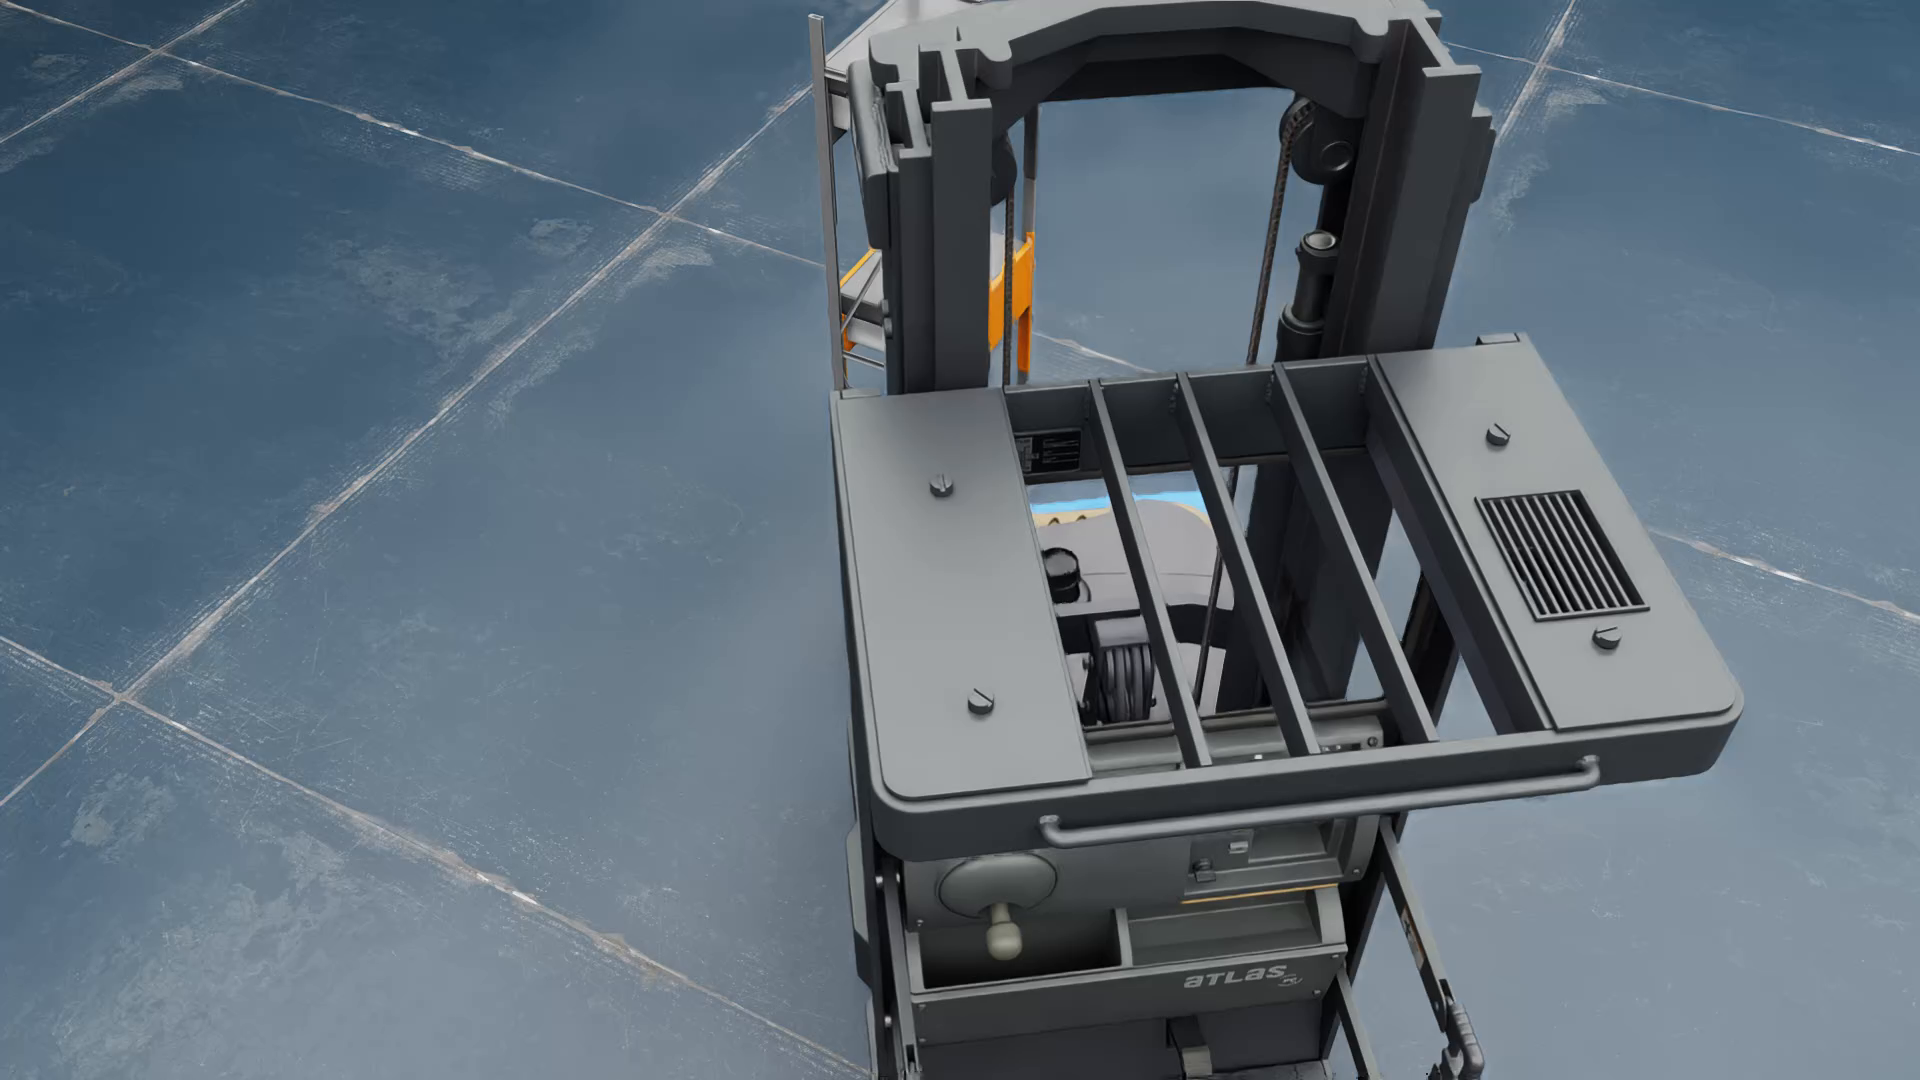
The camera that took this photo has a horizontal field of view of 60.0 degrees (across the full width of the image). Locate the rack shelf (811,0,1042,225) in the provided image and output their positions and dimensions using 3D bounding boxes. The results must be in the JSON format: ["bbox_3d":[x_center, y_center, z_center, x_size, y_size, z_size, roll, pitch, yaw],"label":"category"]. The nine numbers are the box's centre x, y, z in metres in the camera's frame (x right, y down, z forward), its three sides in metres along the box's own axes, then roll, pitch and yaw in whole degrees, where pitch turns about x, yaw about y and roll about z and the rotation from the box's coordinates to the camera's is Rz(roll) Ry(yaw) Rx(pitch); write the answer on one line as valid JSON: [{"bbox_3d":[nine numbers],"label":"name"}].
[{"bbox_3d":[-0.077,-1.116,4.412,0.431,0.518,0.480,20,49,19],"label":"rack shelf"}]

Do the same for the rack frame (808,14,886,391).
[{"bbox_3d":[-0.190,-0.480,4.748,0.400,2.100,0.015,20,49,19],"label":"rack frame"}]

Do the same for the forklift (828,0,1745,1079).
[{"bbox_3d":[0.380,0.665,3.032,1.130,2.935,3.031,-5,46,-5],"label":"forklift"}]

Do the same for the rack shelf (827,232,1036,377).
[{"bbox_3d":[-0.077,-0.624,4.910,0.431,0.518,0.480,20,49,19],"label":"rack shelf"}]

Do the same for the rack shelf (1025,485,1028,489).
[{"bbox_3d":[-0.077,-0.132,5.408,0.431,0.518,0.480,20,49,19],"label":"rack shelf"}]

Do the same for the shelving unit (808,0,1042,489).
[{"bbox_3d":[-0.077,-0.634,4.900,0.431,2.100,0.503,20,49,19],"label":"shelving unit"}]

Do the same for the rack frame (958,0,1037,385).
[{"bbox_3d":[0.036,-0.788,5.052,0.400,2.100,0.015,20,49,19],"label":"rack frame"}]
